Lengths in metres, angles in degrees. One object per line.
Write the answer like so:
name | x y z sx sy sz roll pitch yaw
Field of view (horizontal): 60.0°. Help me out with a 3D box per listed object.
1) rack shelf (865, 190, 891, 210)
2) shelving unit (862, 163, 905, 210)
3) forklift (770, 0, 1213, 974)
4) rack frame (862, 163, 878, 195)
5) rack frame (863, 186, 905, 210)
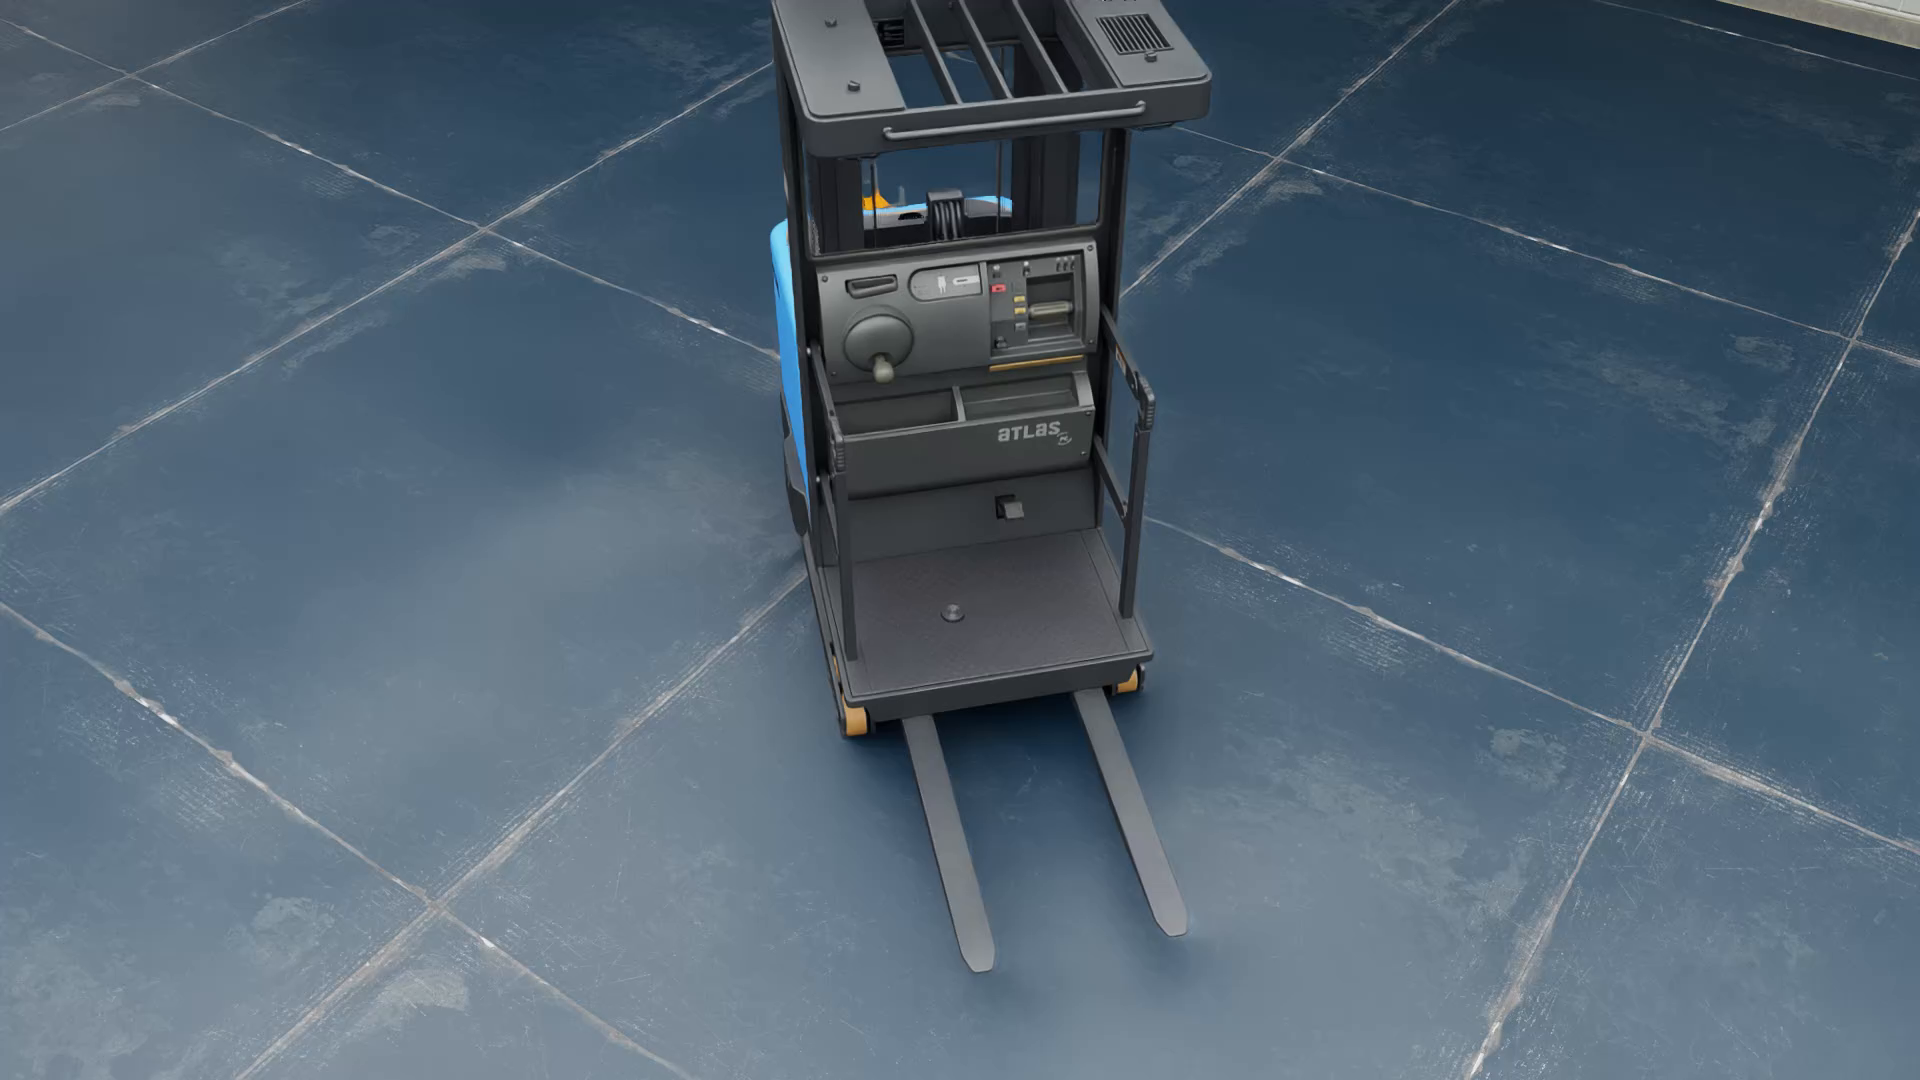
rack shelf | -0.370 -1.278 6.973 0.215 0.259 0.240 -21 43 -22
shelving unit | -0.363 -1.067 7.146 0.215 1.050 0.252 -21 43 -22
forklift | 0.049 -0.666 5.296 1.130 2.935 3.031 -8 42 -9
rack frame | -0.424 -1.132 7.228 0.200 1.050 0.008 -21 43 -22
rack frame | -0.301 -1.001 7.063 0.200 1.050 0.008 -21 43 -22
